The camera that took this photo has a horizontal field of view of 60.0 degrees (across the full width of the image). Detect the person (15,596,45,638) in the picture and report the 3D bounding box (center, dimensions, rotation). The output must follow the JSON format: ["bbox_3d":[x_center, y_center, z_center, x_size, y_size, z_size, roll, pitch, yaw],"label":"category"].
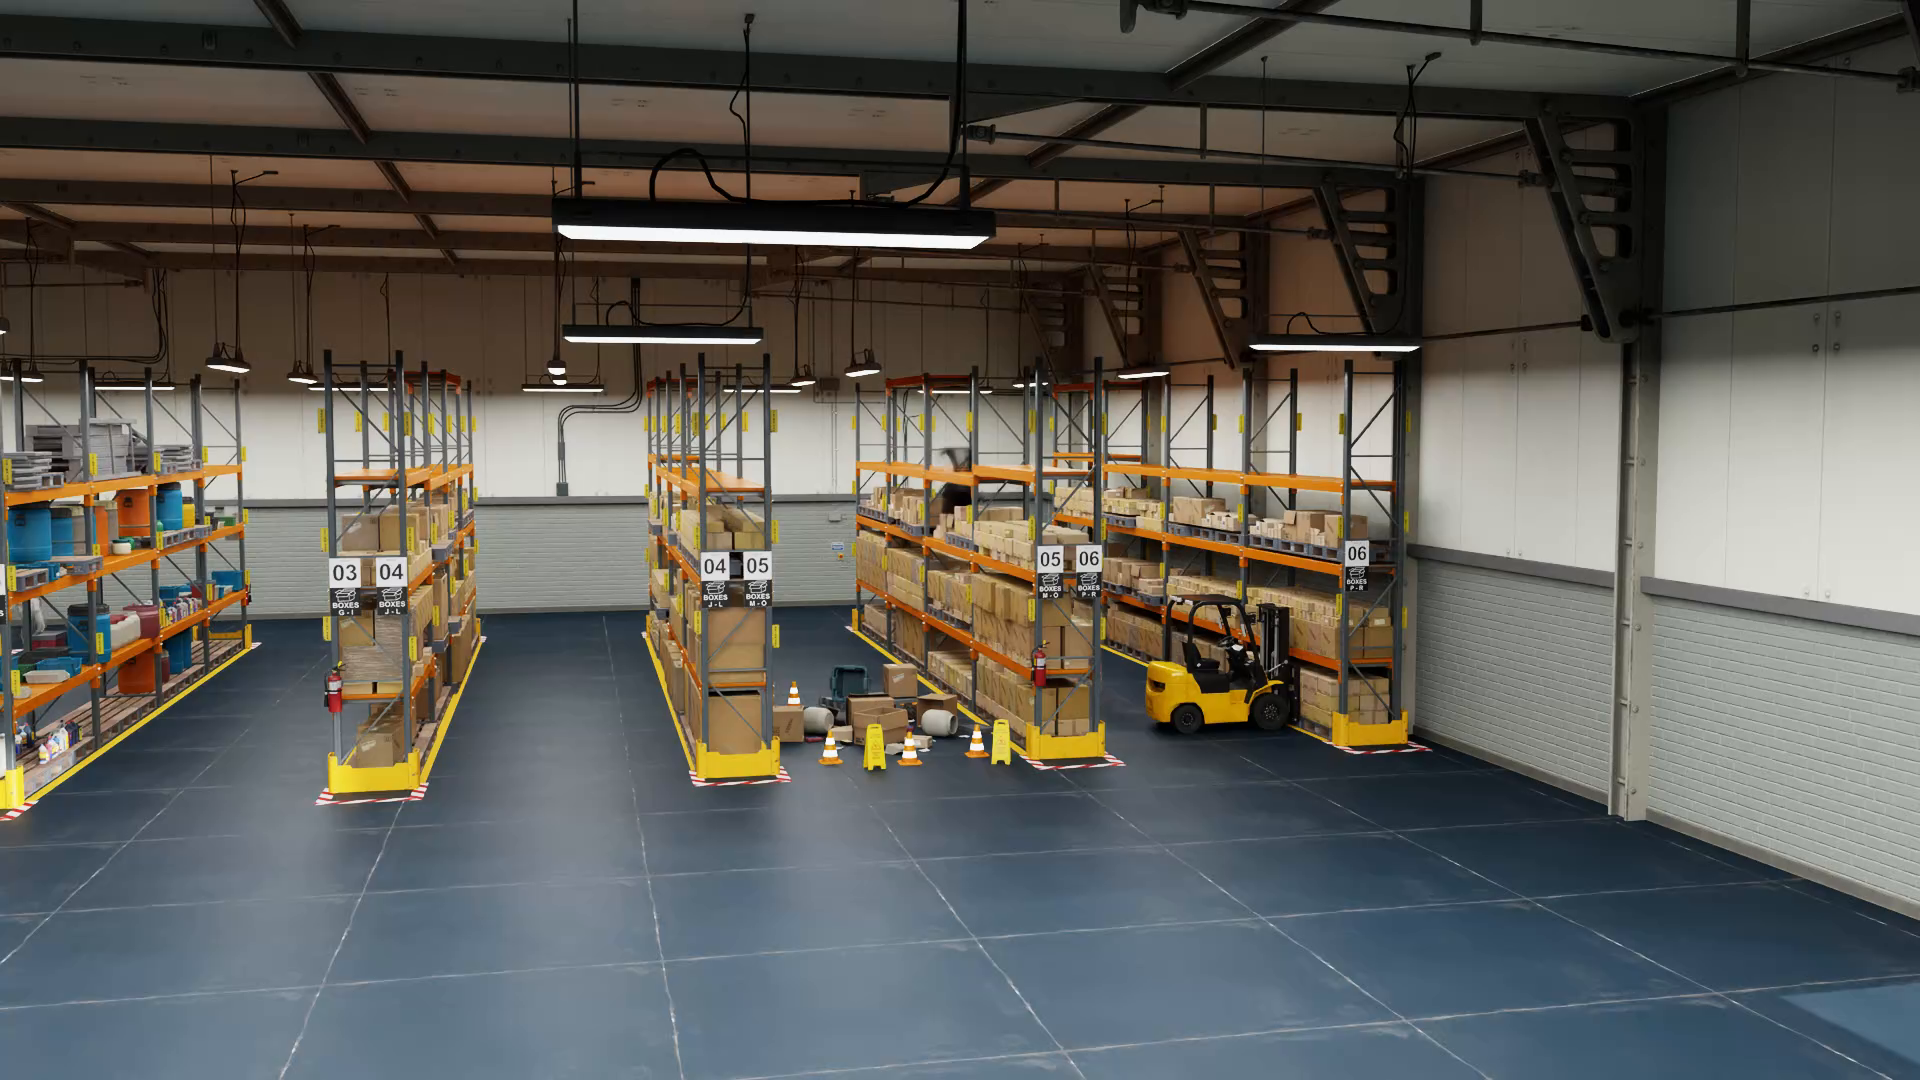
[{"bbox_3d":[-20.954,1.608,37.325,0.799,1.636,0.624,2,5,30],"label":"person"}]

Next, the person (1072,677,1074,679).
[{"bbox_3d":[1.937,1.969,31.632,0.582,1.642,0.903,-1,4,-16],"label":"person"}]
